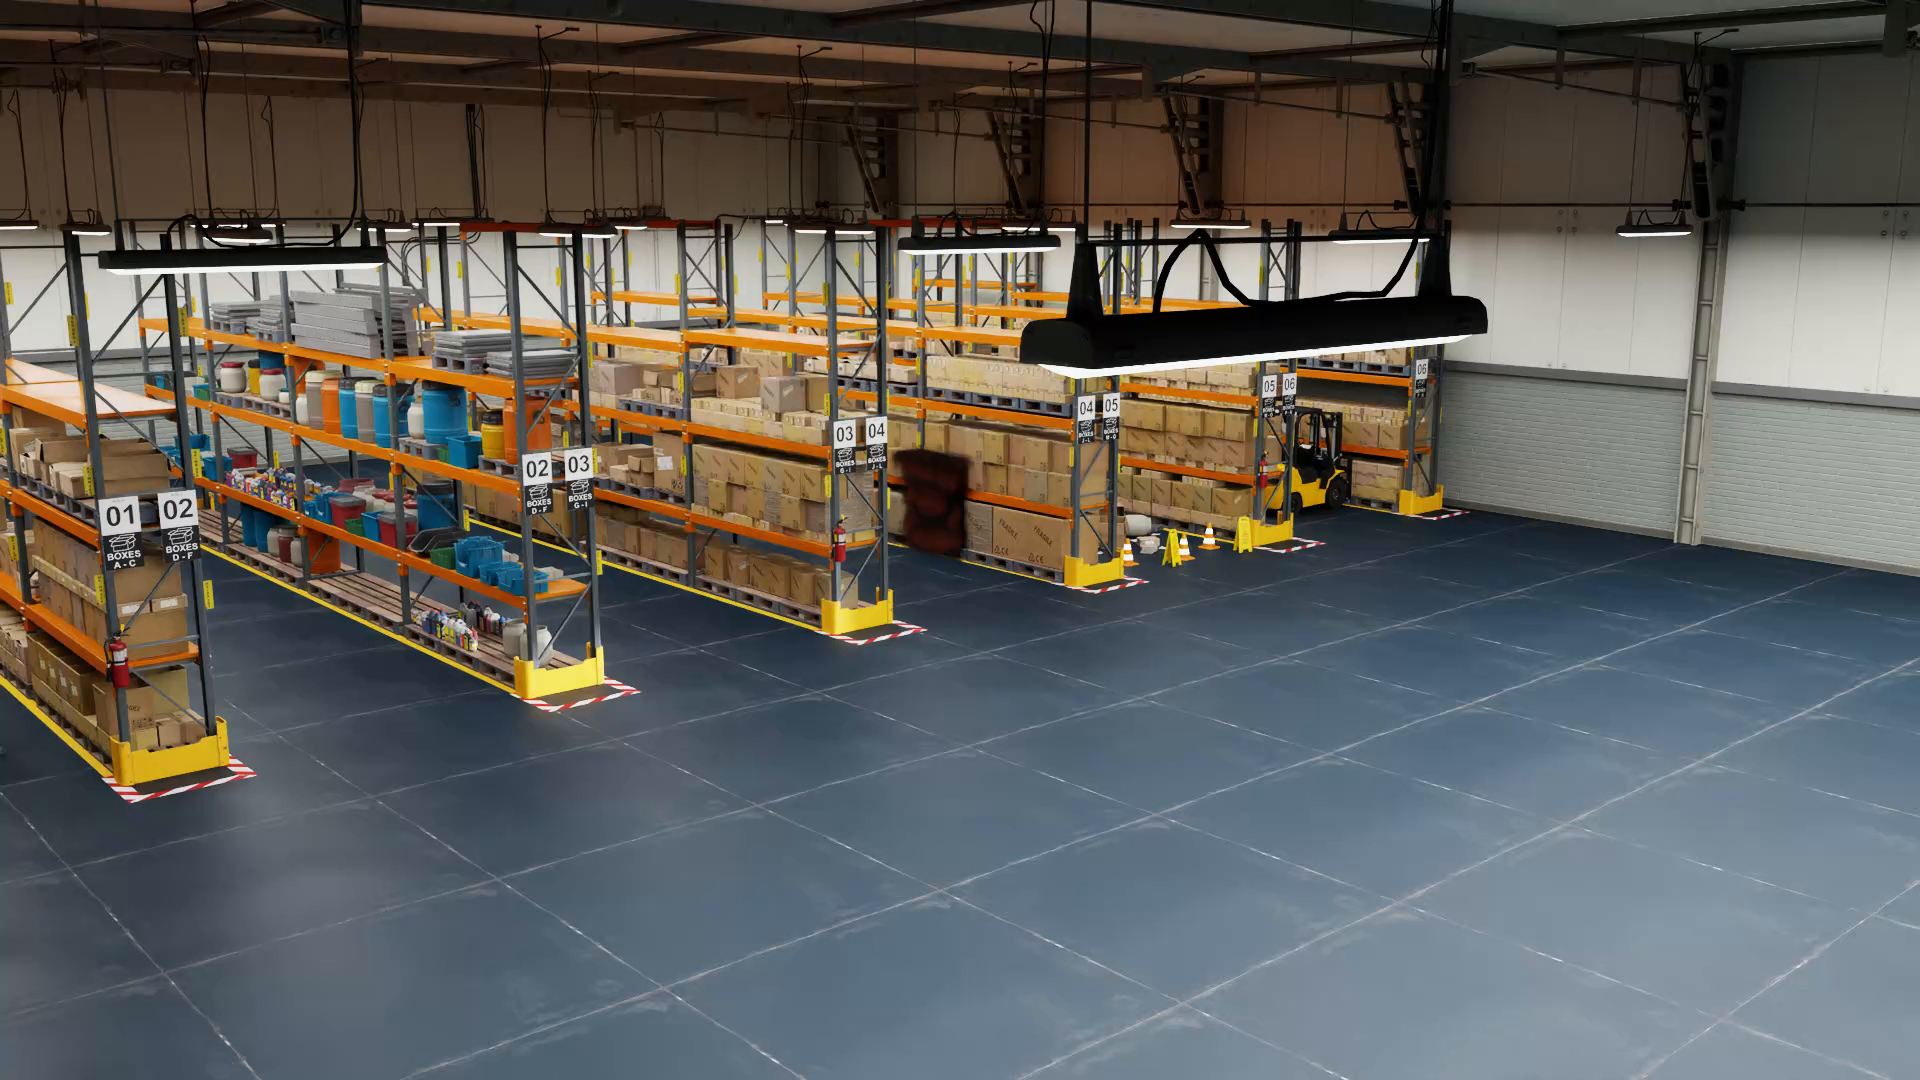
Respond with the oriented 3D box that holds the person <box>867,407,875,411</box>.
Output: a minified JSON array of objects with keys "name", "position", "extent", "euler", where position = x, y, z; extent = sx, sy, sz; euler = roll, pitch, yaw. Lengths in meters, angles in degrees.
[{"name":"person","position":[-1.991,-2.130,37.845],"extent":[0.573,1.786,0.374],"euler":[9,15,38]}]
